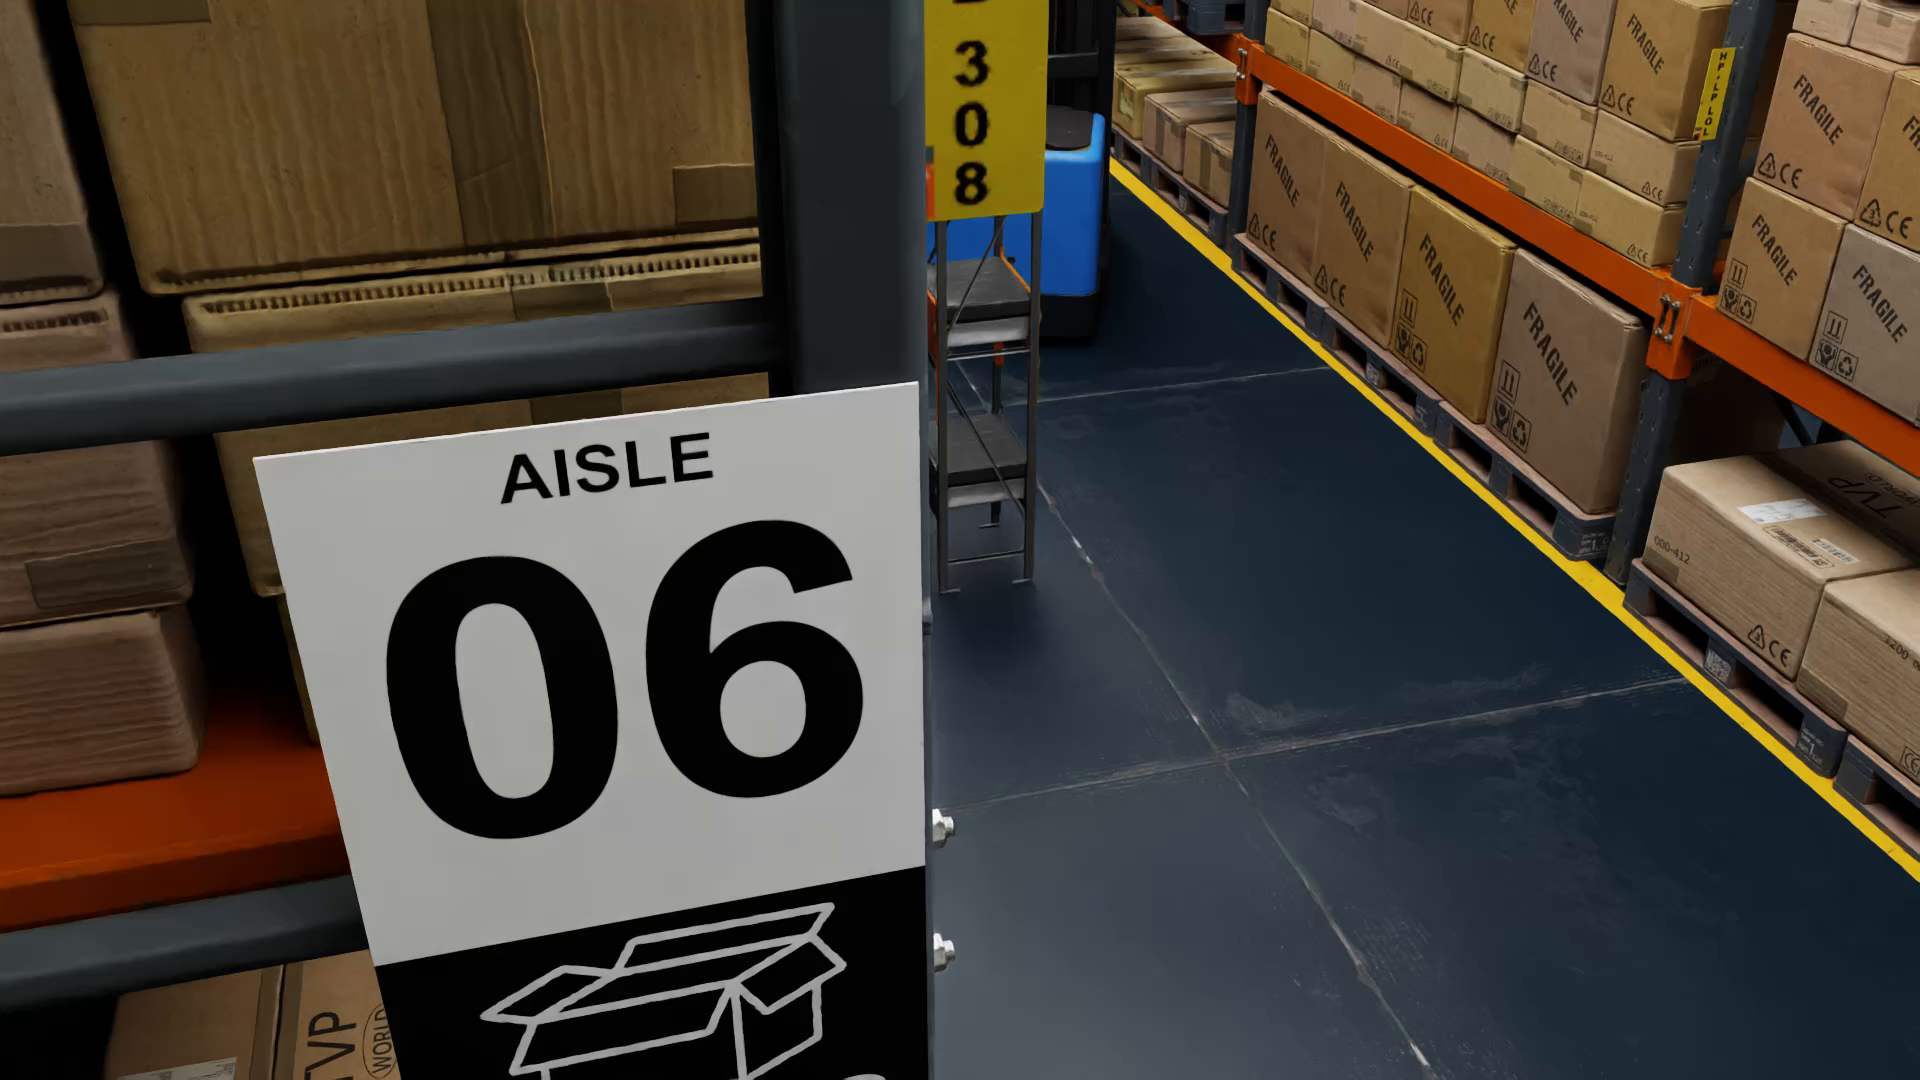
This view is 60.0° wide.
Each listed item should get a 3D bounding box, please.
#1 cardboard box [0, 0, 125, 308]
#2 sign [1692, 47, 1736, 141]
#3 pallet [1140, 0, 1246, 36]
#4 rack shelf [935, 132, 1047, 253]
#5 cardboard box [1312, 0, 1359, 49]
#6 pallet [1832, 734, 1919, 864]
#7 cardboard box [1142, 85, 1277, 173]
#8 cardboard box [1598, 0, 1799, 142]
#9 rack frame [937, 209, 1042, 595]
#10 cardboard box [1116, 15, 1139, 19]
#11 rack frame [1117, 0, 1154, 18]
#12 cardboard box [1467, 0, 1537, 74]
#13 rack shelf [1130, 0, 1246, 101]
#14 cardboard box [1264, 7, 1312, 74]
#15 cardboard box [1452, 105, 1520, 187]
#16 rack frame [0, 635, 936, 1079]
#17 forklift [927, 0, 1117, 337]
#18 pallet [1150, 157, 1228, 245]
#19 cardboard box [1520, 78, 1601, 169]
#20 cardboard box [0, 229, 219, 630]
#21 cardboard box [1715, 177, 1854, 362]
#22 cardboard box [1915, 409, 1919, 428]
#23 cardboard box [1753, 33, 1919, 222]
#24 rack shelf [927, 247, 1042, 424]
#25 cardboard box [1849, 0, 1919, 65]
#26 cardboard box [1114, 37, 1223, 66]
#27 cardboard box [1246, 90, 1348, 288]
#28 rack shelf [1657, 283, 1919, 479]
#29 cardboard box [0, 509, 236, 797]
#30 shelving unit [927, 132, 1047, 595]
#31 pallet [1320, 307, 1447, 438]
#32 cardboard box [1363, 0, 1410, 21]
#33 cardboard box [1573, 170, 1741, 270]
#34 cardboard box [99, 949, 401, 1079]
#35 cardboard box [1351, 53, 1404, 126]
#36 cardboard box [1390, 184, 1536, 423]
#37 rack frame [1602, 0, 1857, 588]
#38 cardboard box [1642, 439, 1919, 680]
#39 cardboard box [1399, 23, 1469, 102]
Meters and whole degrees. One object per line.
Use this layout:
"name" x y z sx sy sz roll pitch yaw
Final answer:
"cardboard box" -0.905 -0.357 1.231 0.500 0.250 0.500 -9 31 -15
"sign" 2.685 -1.584 5.916 0.100 0.325 0.005 -8 31 -13
"pallet" 1.852 -3.373 10.275 1.213 0.211 1.003 -8 31 -13
"rack shelf" 0.044 -1.423 6.242 0.431 0.518 0.480 -8 31 -13
"cardboard box" 2.176 -2.751 8.658 0.500 0.250 0.500 -7 31 -12
"pallet" 3.659 0.980 5.345 1.003 0.211 1.213 -8 31 -13
"cardboard box" 1.800 -2.800 11.298 0.950 0.372 0.625 -8 31 -14
"cardboard box" 2.845 -1.853 6.359 0.500 0.500 0.500 -7 31 -12
"rack frame" 0.109 -0.711 6.382 0.400 2.100 0.015 -8 31 -13
"cardboard box" 1.186 -4.371 14.133 0.500 0.250 0.500 -9 31 -16
"rack frame" 1.082 -5.058 12.995 1.000 3.000 0.127 -8 31 -13
"cardboard box" 2.585 -2.349 7.217 0.500 0.500 0.500 -7 31 -12
"rack shelf" 1.613 -3.781 11.506 1.077 0.370 4.000 -8 31 -13
"cardboard box" 2.031 -2.792 9.228 0.500 0.250 0.500 -8 31 -14
"cardboard box" 2.594 -1.805 7.524 0.500 0.250 0.500 -9 31 -15
"rack frame" -0.517 1.399 1.838 1.000 3.000 0.127 -8 31 -13
"forklift" 0.368 -3.078 9.642 1.130 2.935 3.031 3 30 5
"pallet" 1.938 -2.297 11.008 1.003 0.211 1.213 -8 31 -13
"cardboard box" 2.714 -1.767 6.959 0.500 0.250 0.500 -7 31 -12
"cardboard box" -0.898 -0.141 1.359 0.500 0.250 0.500 -8 31 -14
"cardboard box" 3.078 -0.976 5.843 0.500 0.500 0.500 -7 31 -12
"cardboard box" 3.333 -0.492 5.005 0.500 0.500 0.500 -8 31 -13
"cardboard box" 3.098 -1.408 5.591 0.500 0.500 0.500 -8 31 -13
"rack shelf" 0.044 -0.817 6.593 0.431 0.518 0.480 -8 31 -13
"cardboard box" 3.123 -1.643 5.348 0.380 0.149 0.250 -7 31 -13
"cardboard box" 1.418 -3.503 12.512 0.950 0.372 0.625 -6 31 -10
"cardboard box" 2.247 -2.044 9.489 0.875 0.875 0.875 -8 31 -14
"rack shelf" 3.736 0.083 4.831 1.077 0.370 4.000 -8 31 -13
"cardboard box" -0.825 0.086 1.364 0.380 0.149 0.250 -7 31 -12
"shelving unit" 0.044 -0.829 6.586 0.431 2.100 0.503 -8 31 -13
"pallet" 2.601 -0.941 8.664 1.003 0.211 1.213 -8 31 -13
"cardboard box" 2.302 -2.841 8.067 0.500 0.500 0.500 -7 31 -12
"cardboard box" 2.843 -1.313 6.673 0.500 0.250 0.500 -9 31 -14
"cardboard box" -1.031 0.899 2.555 0.500 0.250 0.500 -8 31 -13
"cardboard box" 2.318 -2.292 8.365 0.500 0.250 0.500 -7 31 -12
"cardboard box" 2.717 -1.181 7.997 0.875 0.875 0.875 -7 31 -12
"rack frame" 3.206 -1.194 6.319 1.000 3.000 0.127 -8 31 -13
"cardboard box" 3.269 0.050 6.307 0.875 0.438 0.875 -8 31 -14
"cardboard box" 2.419 -2.261 7.813 0.500 0.250 0.500 -7 31 -12
